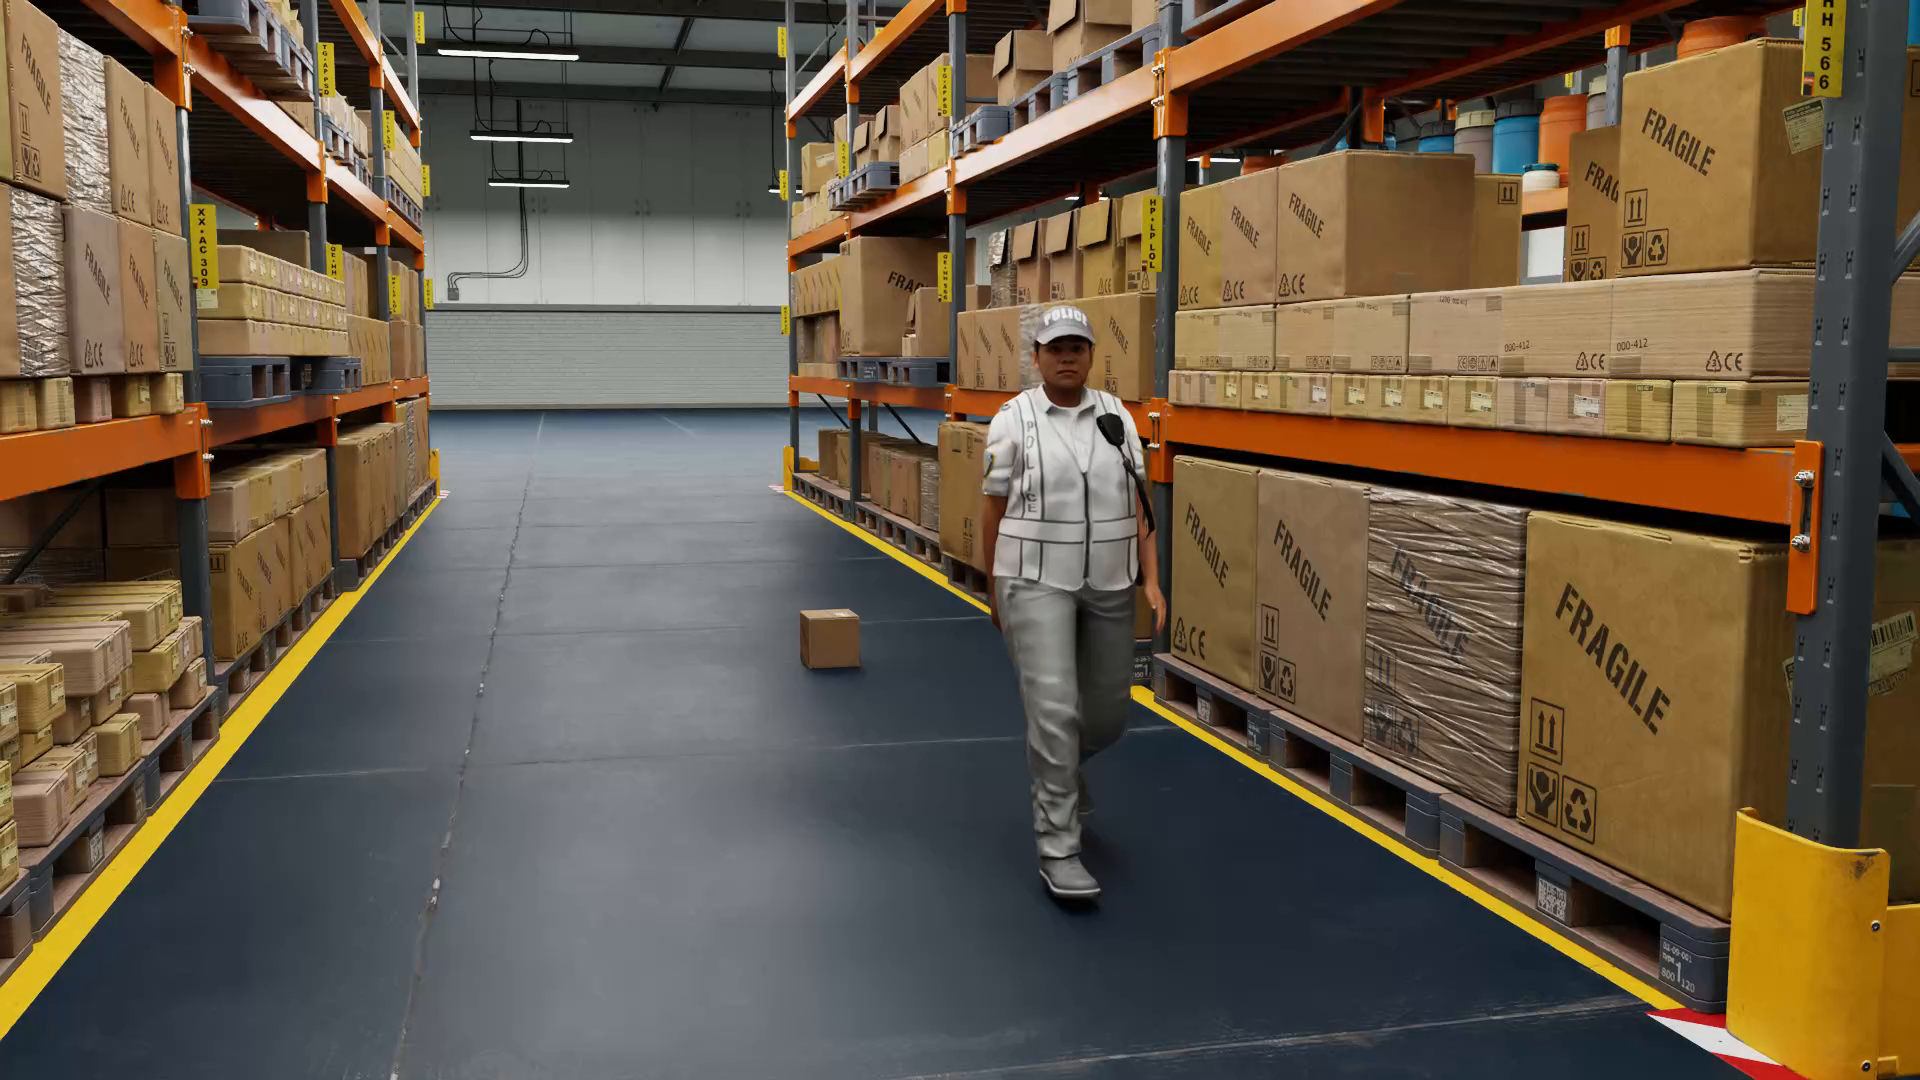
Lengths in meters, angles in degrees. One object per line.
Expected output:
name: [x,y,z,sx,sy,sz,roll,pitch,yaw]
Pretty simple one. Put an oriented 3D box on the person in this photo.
person: [0.312,0.131,4.870,0.478,1.621,0.905,-2,6,-16]
